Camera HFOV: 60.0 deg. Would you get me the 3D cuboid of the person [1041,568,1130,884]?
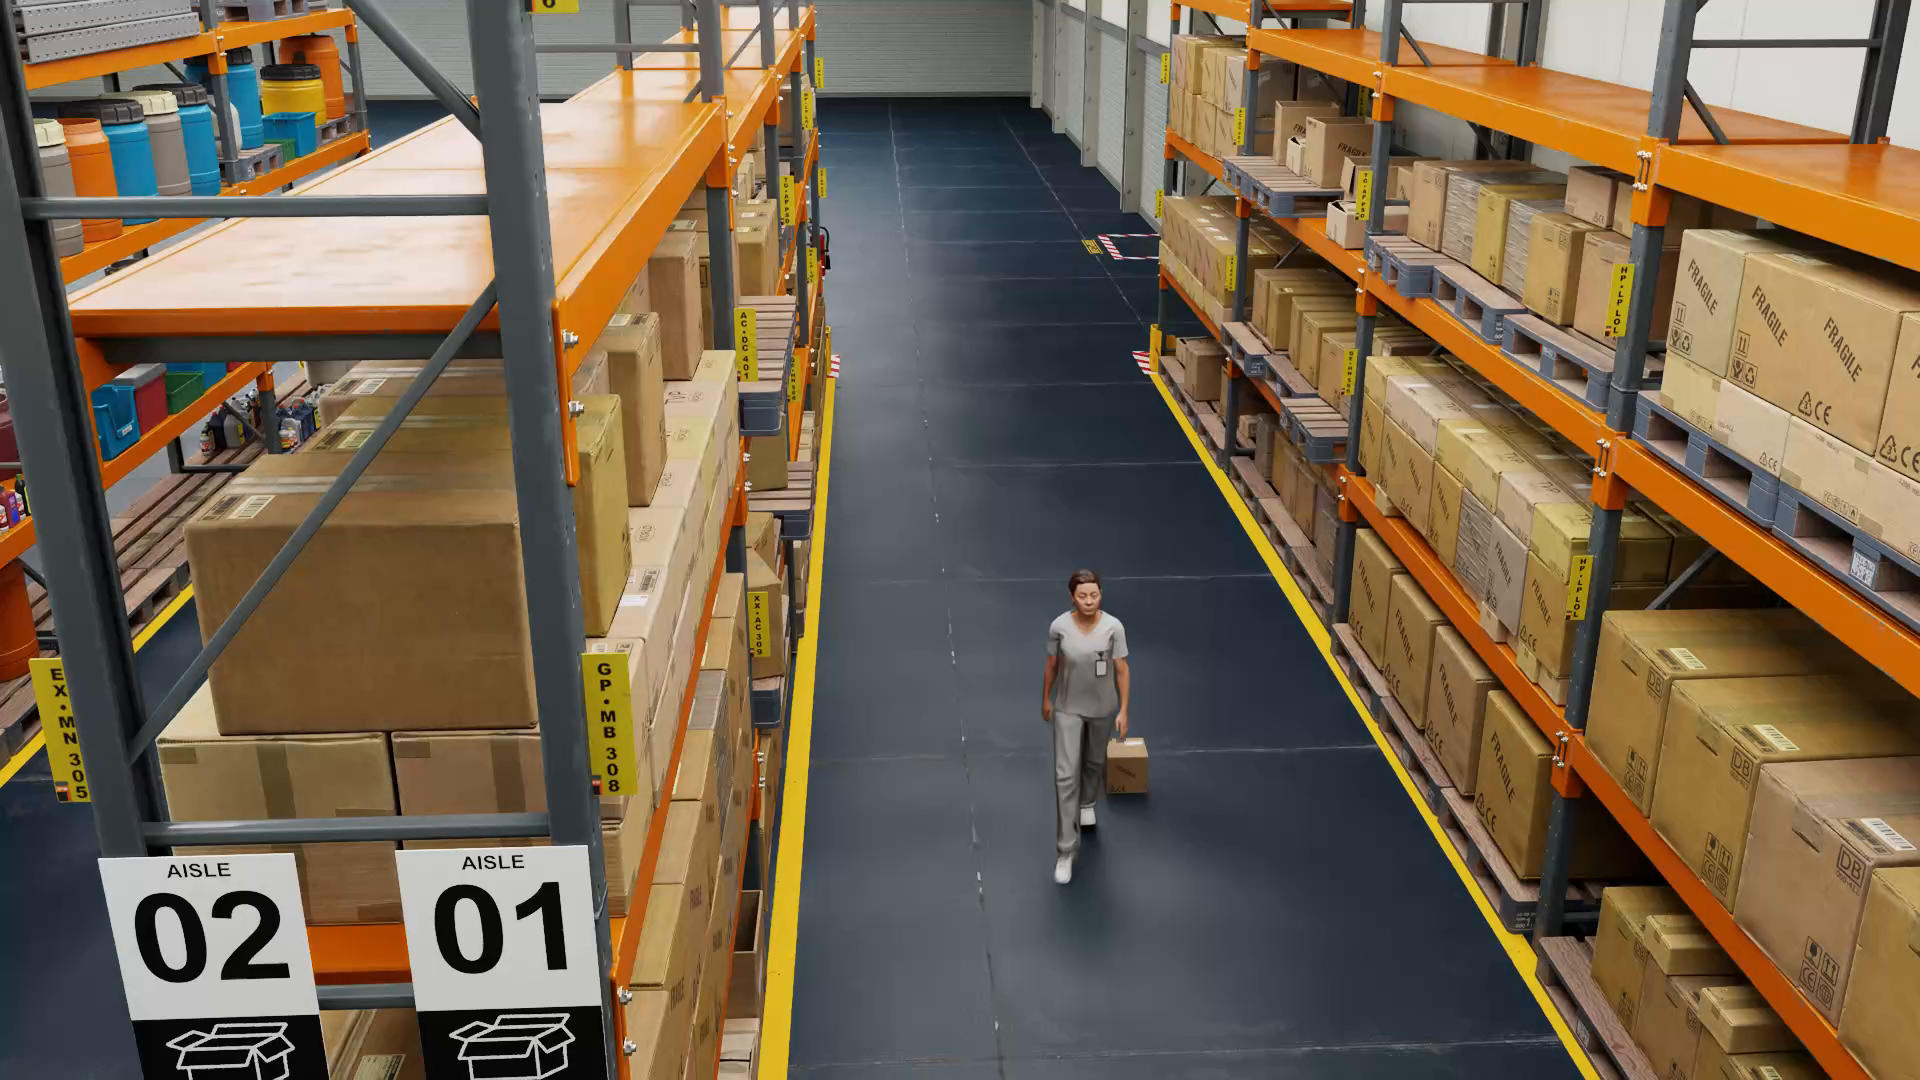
[{"bbox_3d":[0.707,0.978,9.269,0.474,1.647,0.880,-1,20,-2],"label":"person"}]
